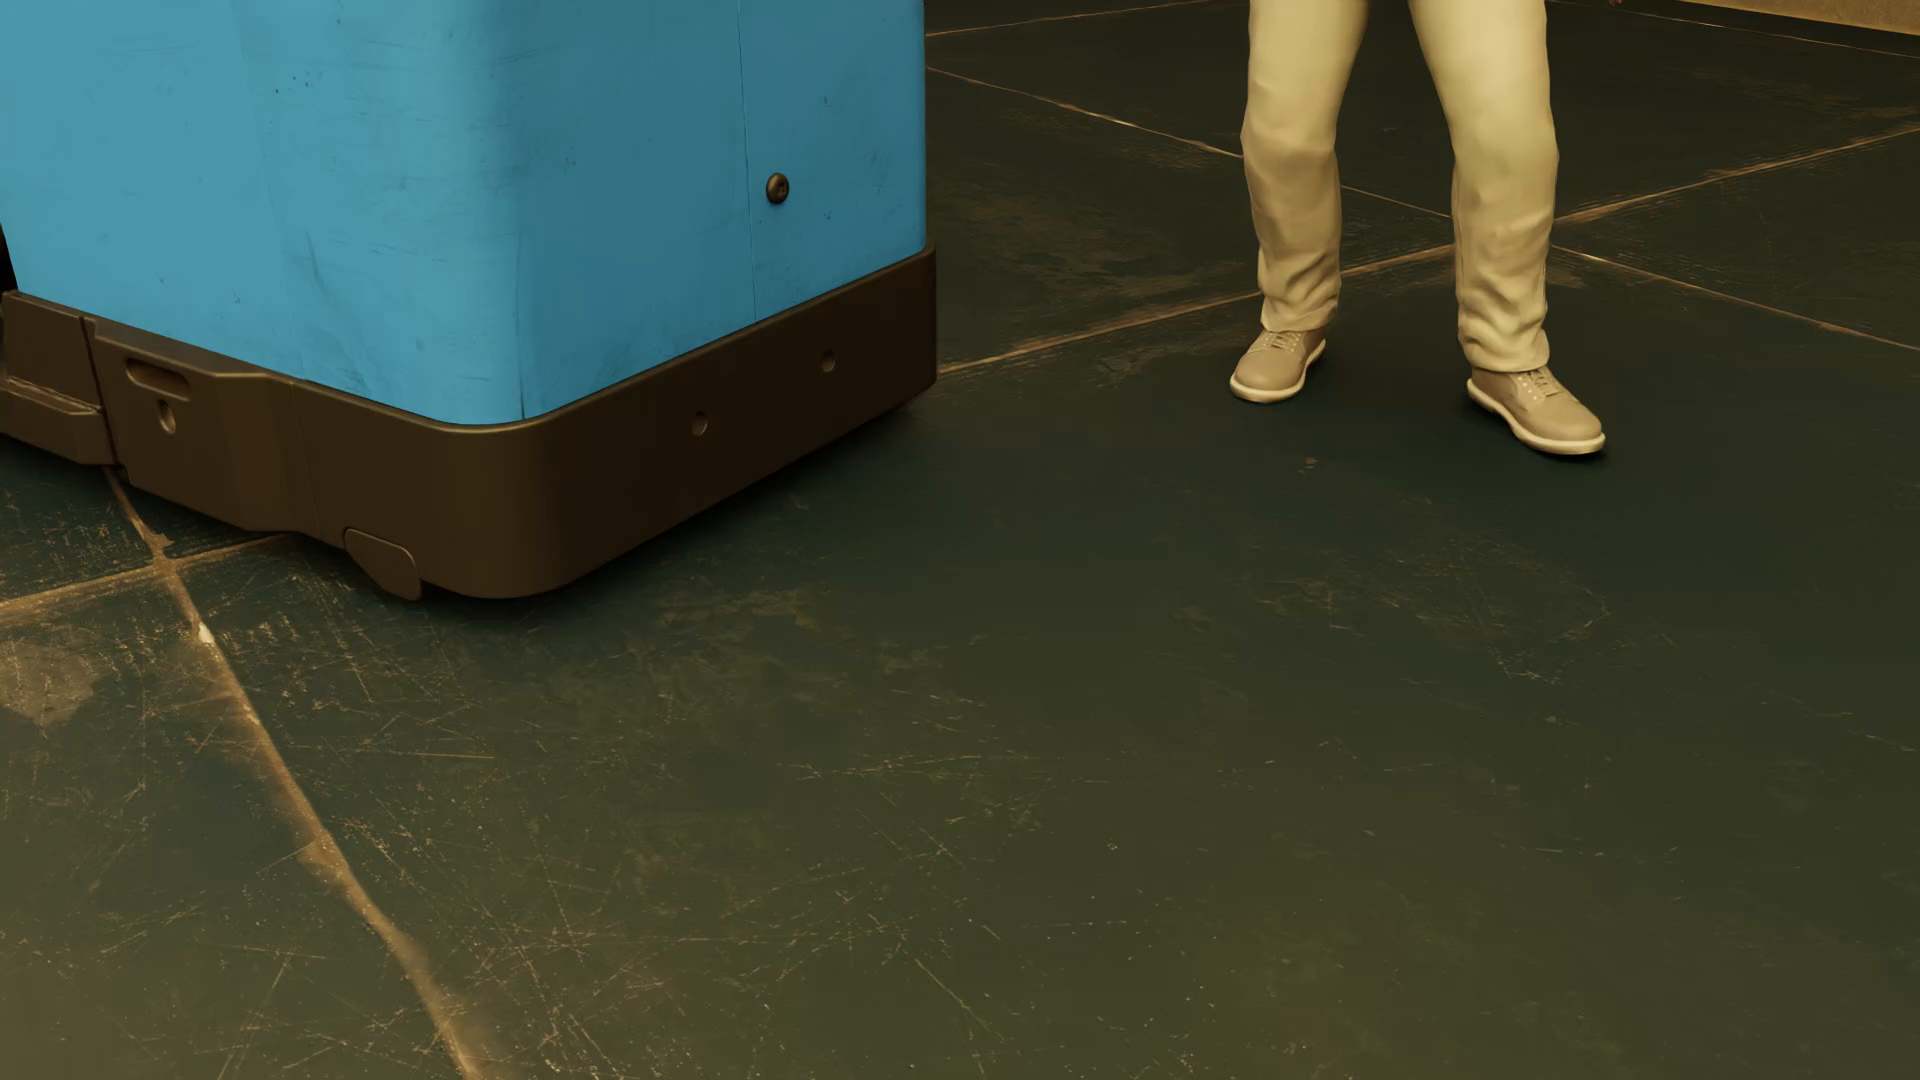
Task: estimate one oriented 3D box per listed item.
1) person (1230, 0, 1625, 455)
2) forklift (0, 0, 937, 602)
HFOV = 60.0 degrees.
[{"bbox_3d":[0.729,-1.038,2.662,0.860,1.722,0.423,10,28,19],"label":"person"},{"bbox_3d":[-1.553,-1.719,2.658,3.031,2.935,1.130,16,31,29],"label":"forklift"}]
